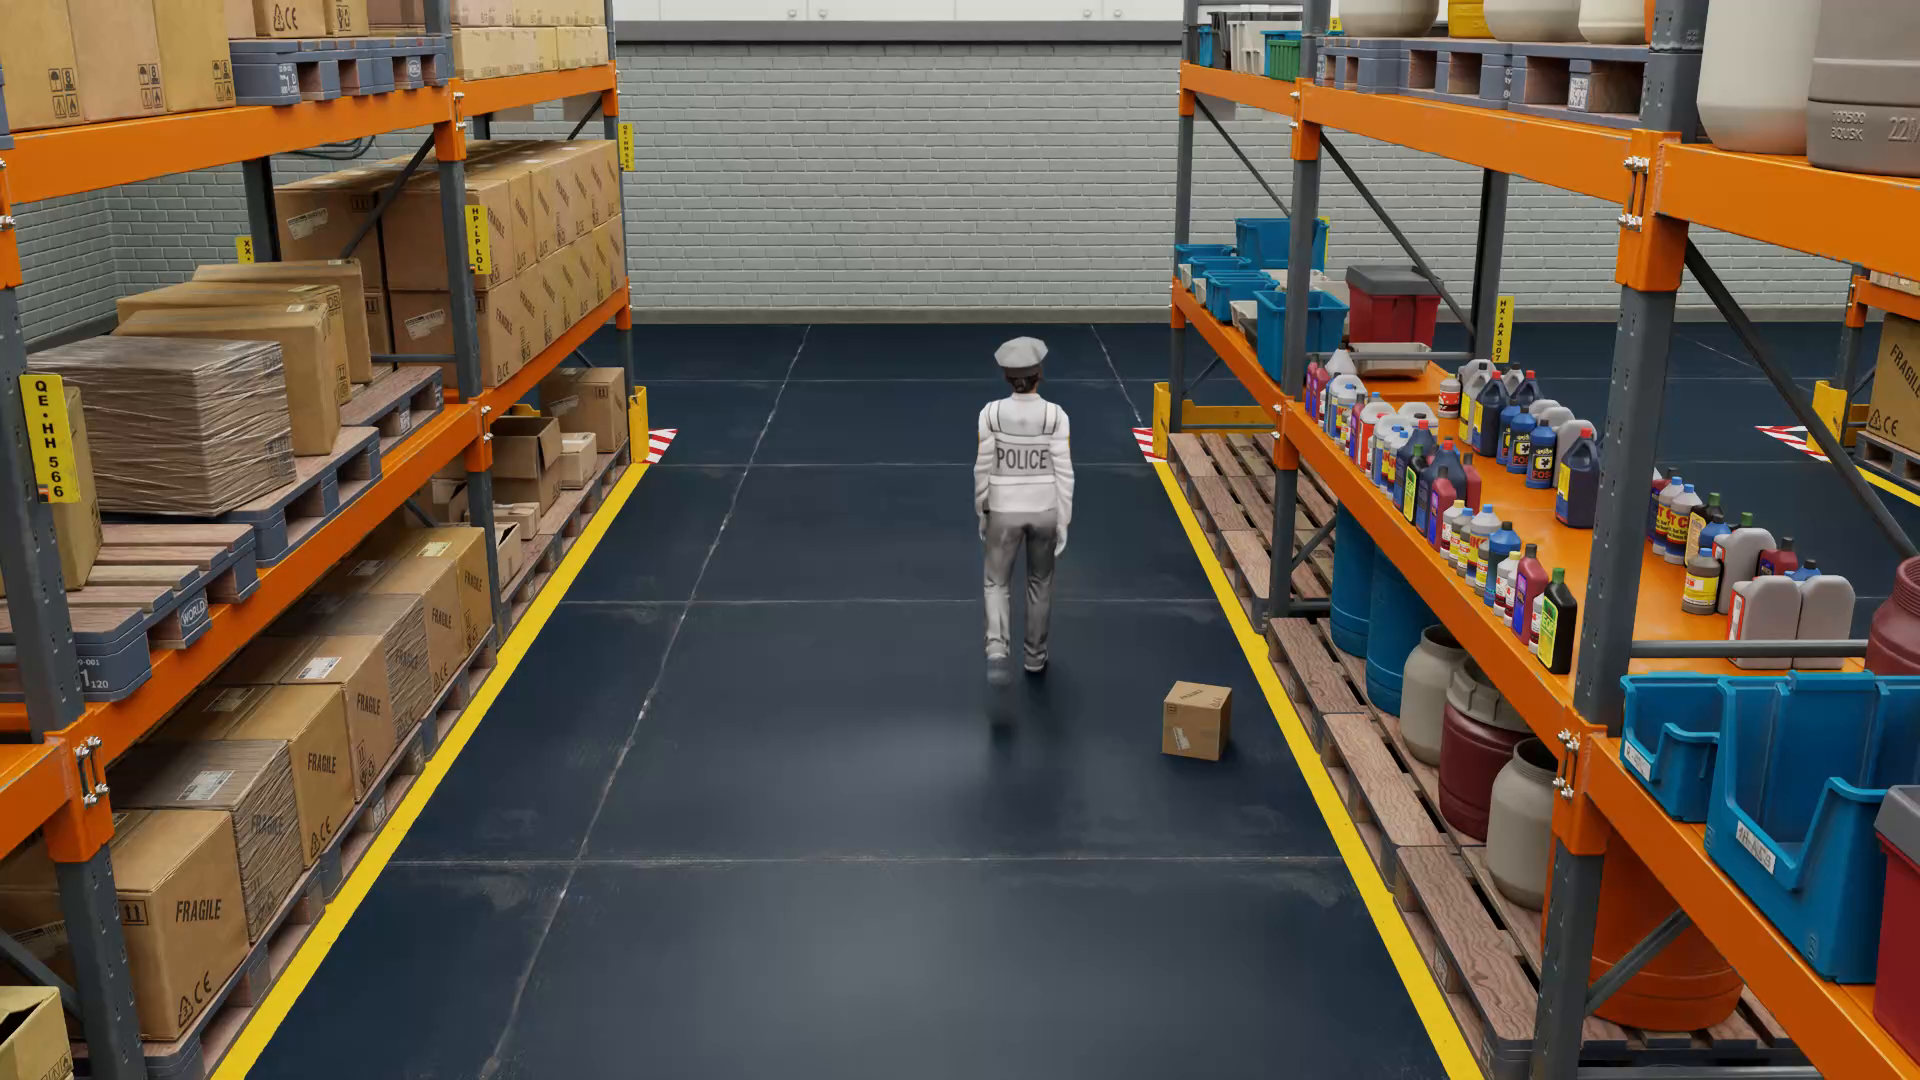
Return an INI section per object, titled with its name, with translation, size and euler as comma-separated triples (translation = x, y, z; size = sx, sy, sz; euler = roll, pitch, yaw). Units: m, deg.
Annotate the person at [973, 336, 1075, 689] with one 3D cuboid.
[person]
translation = 0.298, -0.111, 7.826
size = 0.472, 1.658, 0.765
euler = 0, 17, 0
